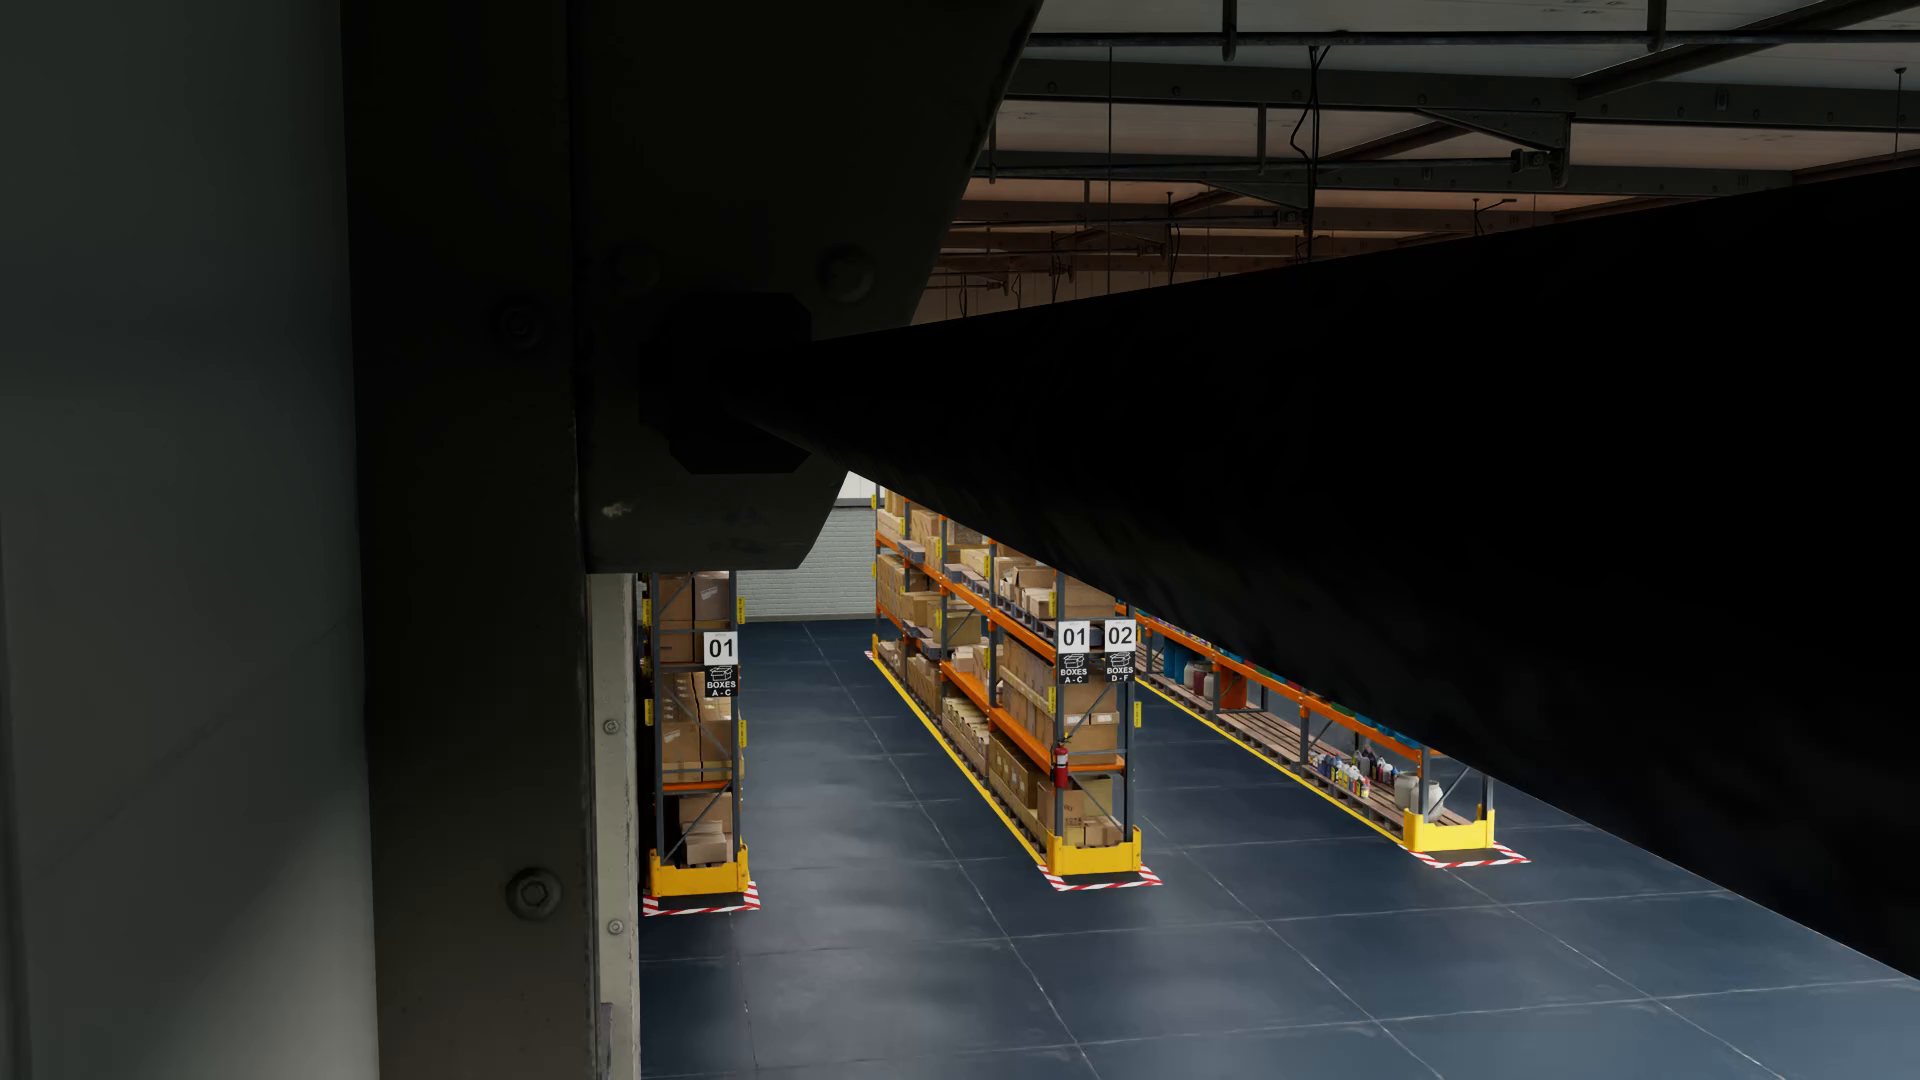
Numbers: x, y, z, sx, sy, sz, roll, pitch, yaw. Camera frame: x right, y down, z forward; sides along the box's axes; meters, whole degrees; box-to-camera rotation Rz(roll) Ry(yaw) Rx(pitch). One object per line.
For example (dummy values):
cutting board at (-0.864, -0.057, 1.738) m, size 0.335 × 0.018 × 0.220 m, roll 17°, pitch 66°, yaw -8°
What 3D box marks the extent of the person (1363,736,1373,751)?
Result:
person at (6.670, 2.691, 27.453) m, size 0.523 × 1.657 × 0.801 m, roll 1°, pitch 6°, yaw 6°
